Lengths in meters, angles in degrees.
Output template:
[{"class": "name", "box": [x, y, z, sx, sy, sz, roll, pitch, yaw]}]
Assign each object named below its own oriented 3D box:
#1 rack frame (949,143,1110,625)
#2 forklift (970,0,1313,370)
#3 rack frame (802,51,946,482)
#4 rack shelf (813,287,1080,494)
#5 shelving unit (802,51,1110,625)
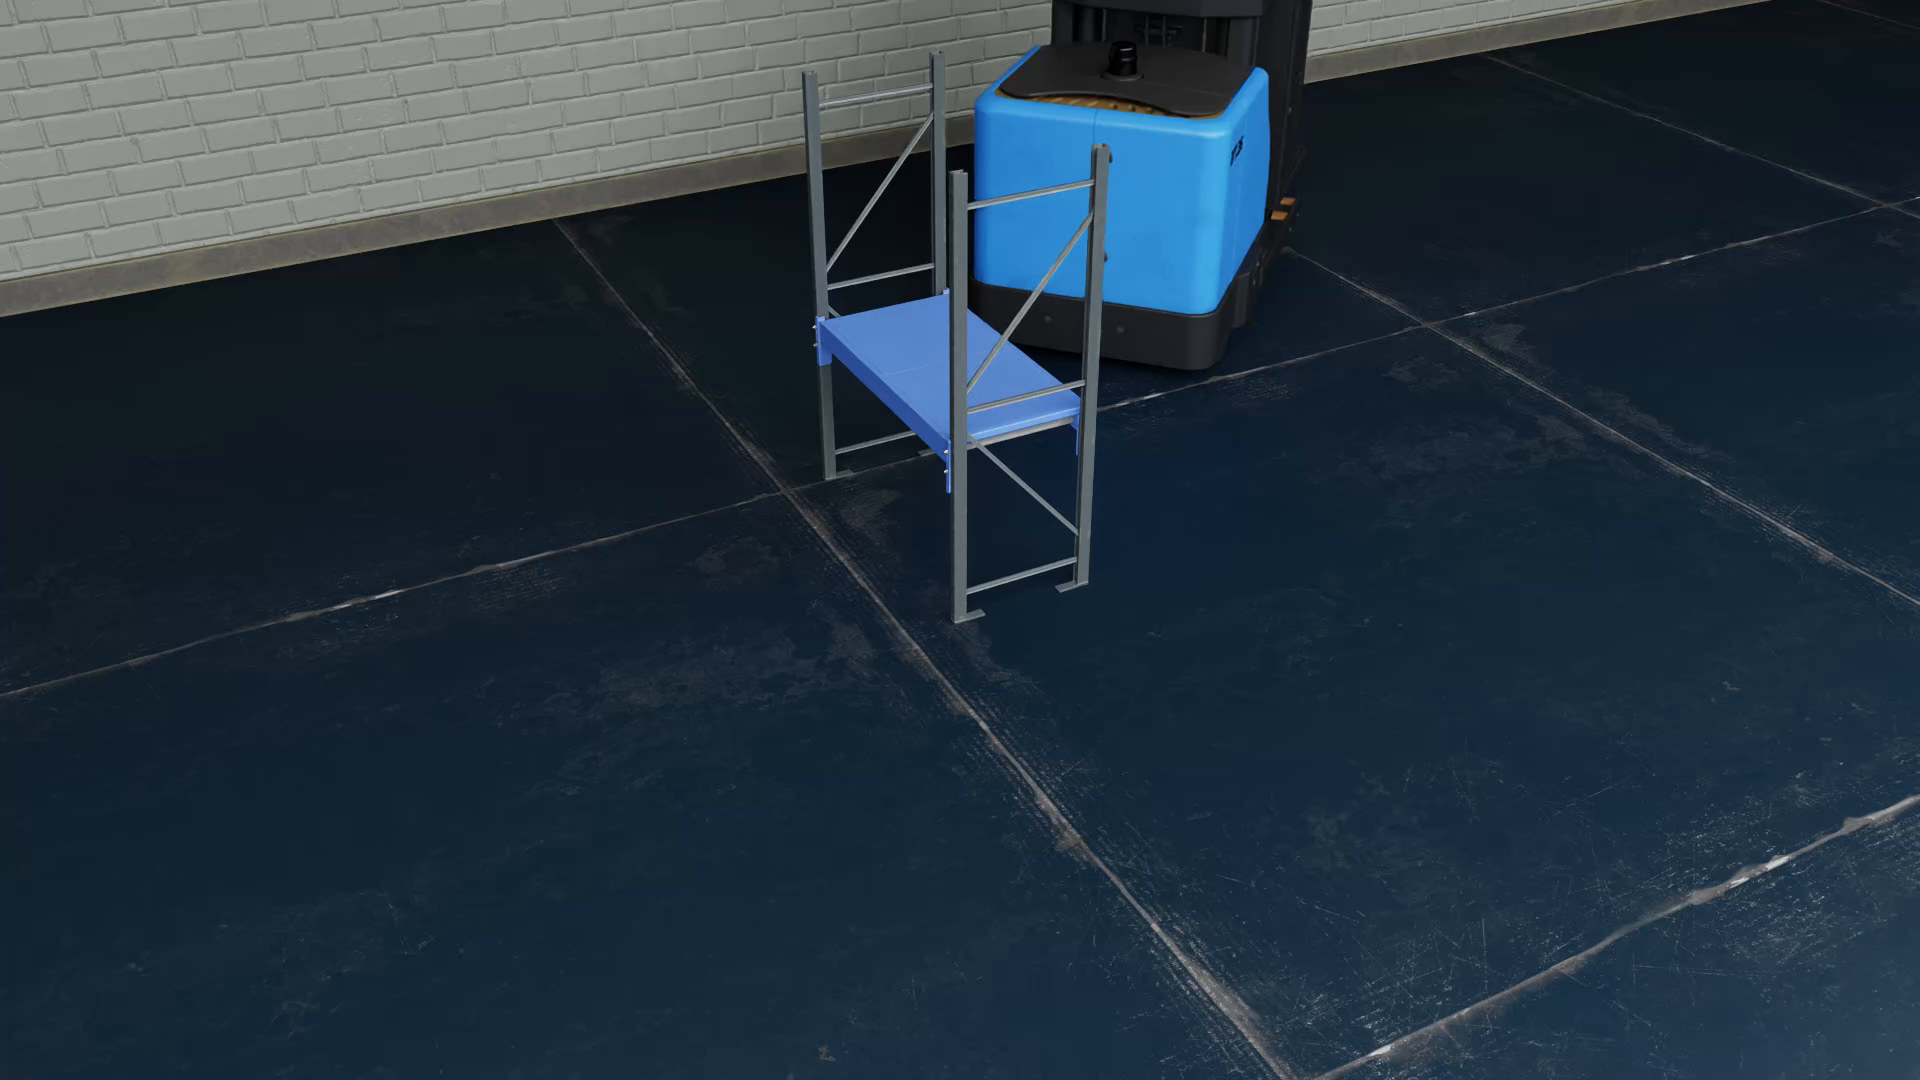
[{"class": "rack frame", "box": [0.197, -0.430, 5.030, 0.500, 1.500, 0.032, -16, 36, -23]}, {"class": "forklift", "box": [1.019, -2.702, 7.250, 1.130, 2.935, 3.031, 11, 34, 17]}, {"class": "rack frame", "box": [-0.277, -0.915, 5.788, 0.500, 1.500, 0.032, -16, 36, -23]}, {"class": "rack shelf", "box": [-0.040, -0.521, 5.506, 0.538, 0.185, 1.000, -16, 36, -23]}, {"class": "shelving unit", "box": [-0.040, -0.672, 5.409, 0.538, 1.500, 1.048, -16, 36, -23]}]
